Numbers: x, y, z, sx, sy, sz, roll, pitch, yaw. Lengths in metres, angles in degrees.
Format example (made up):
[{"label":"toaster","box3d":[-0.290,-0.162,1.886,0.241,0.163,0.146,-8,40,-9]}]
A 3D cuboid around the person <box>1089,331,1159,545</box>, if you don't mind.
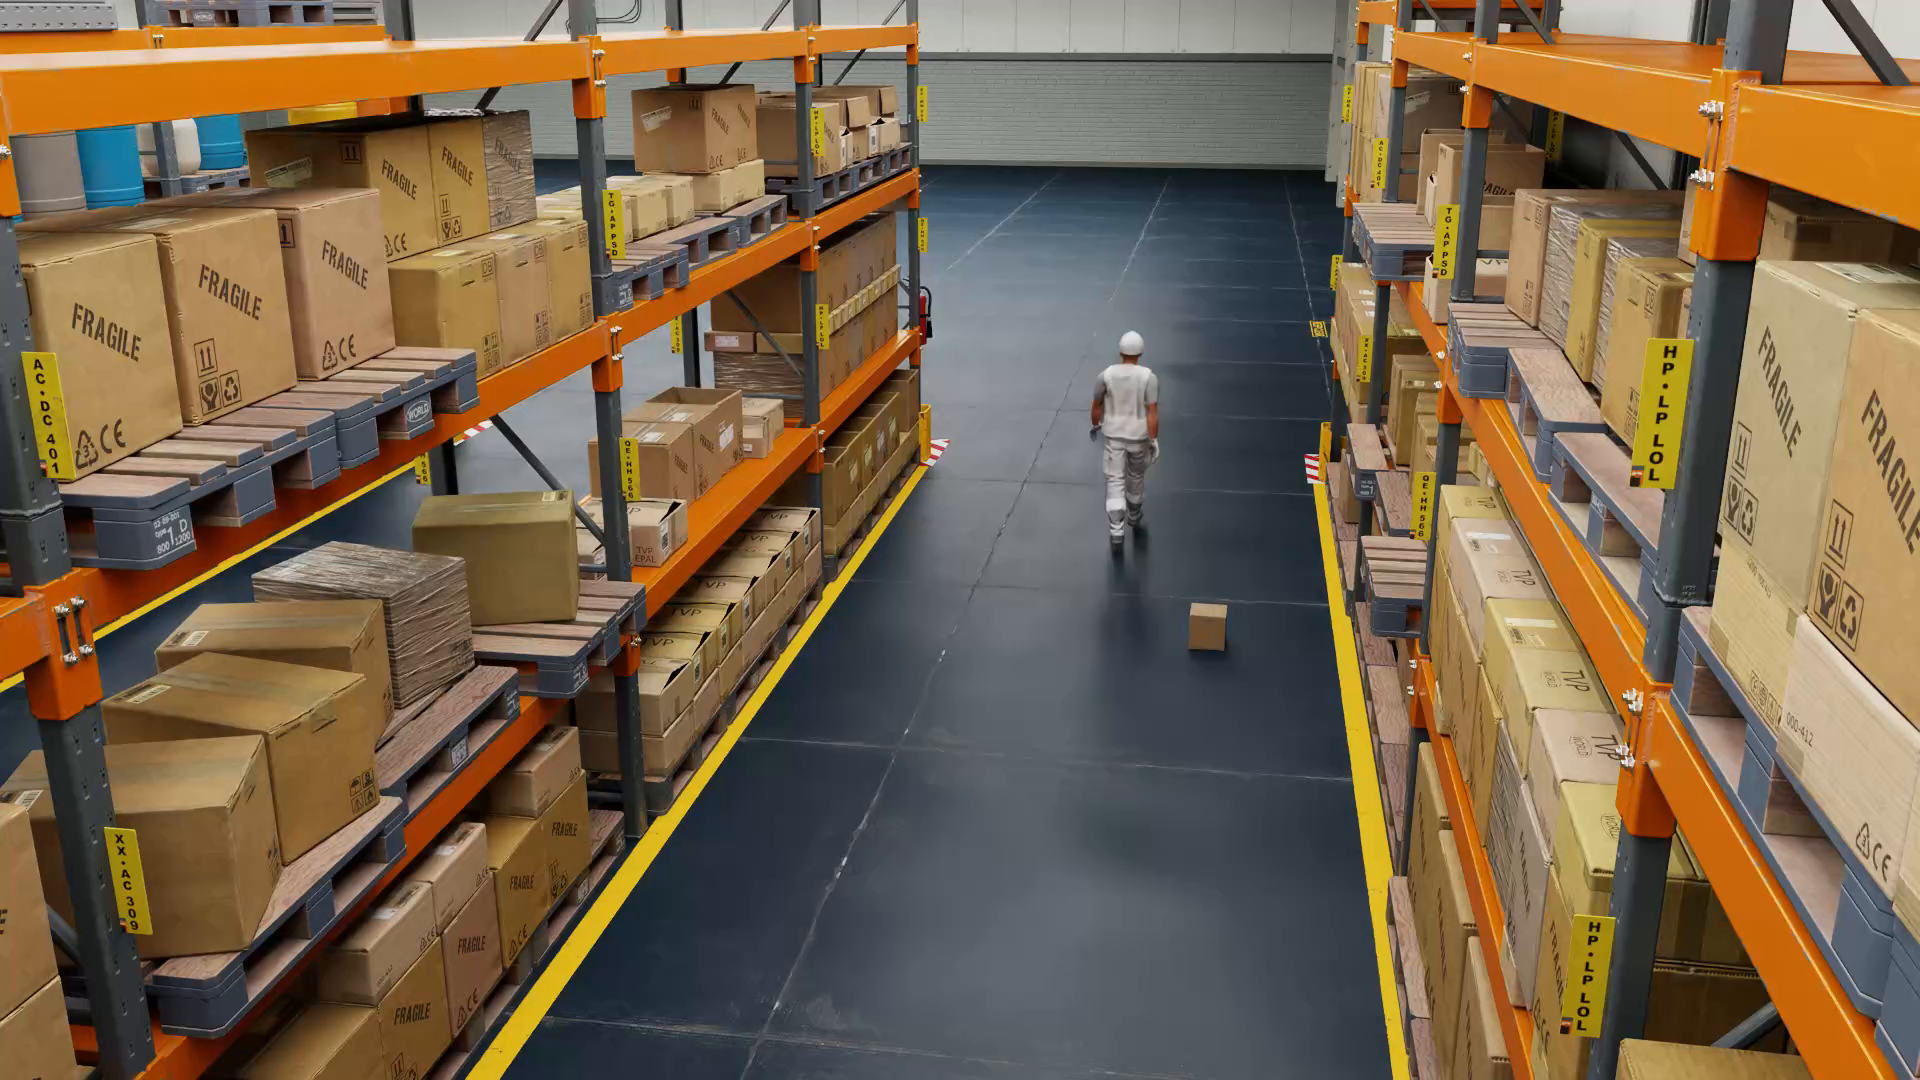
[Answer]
[{"label":"person","box3d":[1.359,-0.884,13.784,0.583,1.740,1.057,2,18,5]}]
